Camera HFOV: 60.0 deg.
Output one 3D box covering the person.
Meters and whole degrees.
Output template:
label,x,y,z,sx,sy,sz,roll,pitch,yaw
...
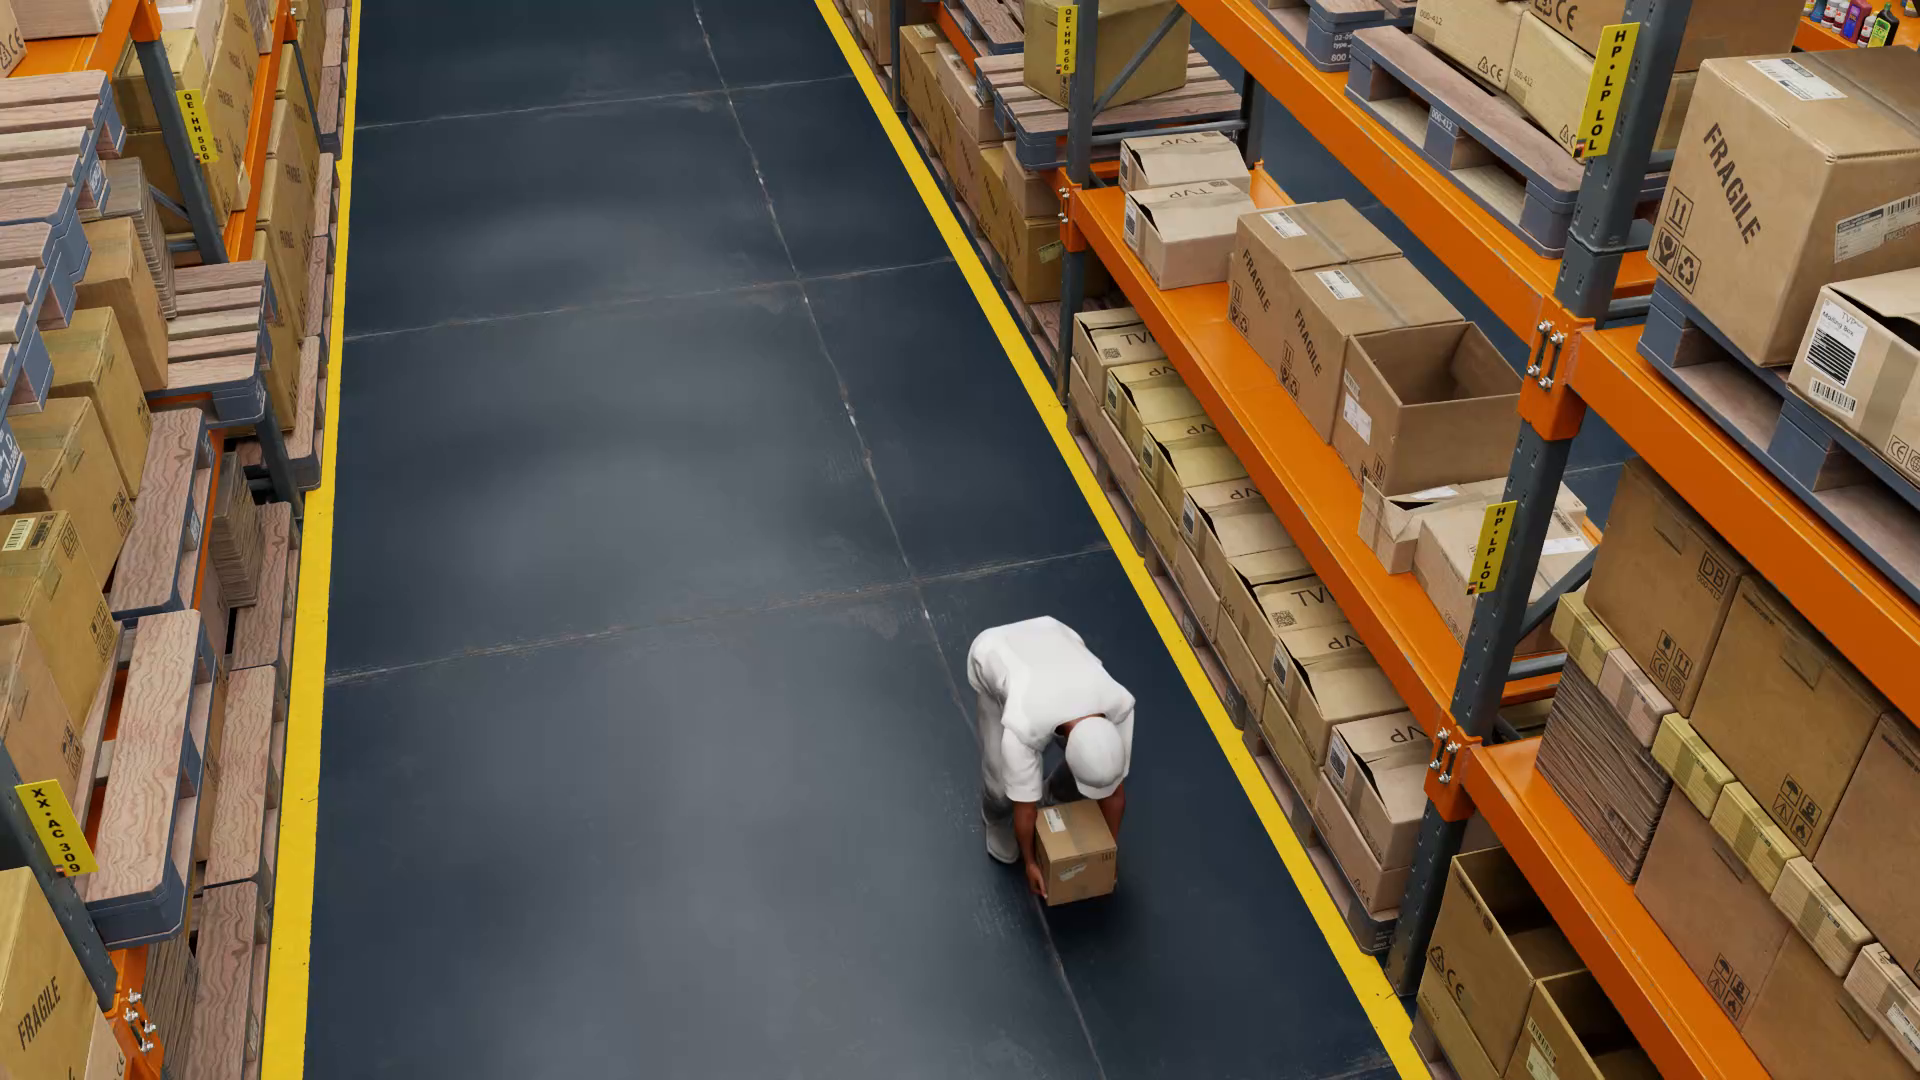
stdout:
label,x,y,z,sx,sy,sz,roll,pitch,yaw
person,0.352,0.819,6.152,0.504,1.142,0.960,-11,39,-14
